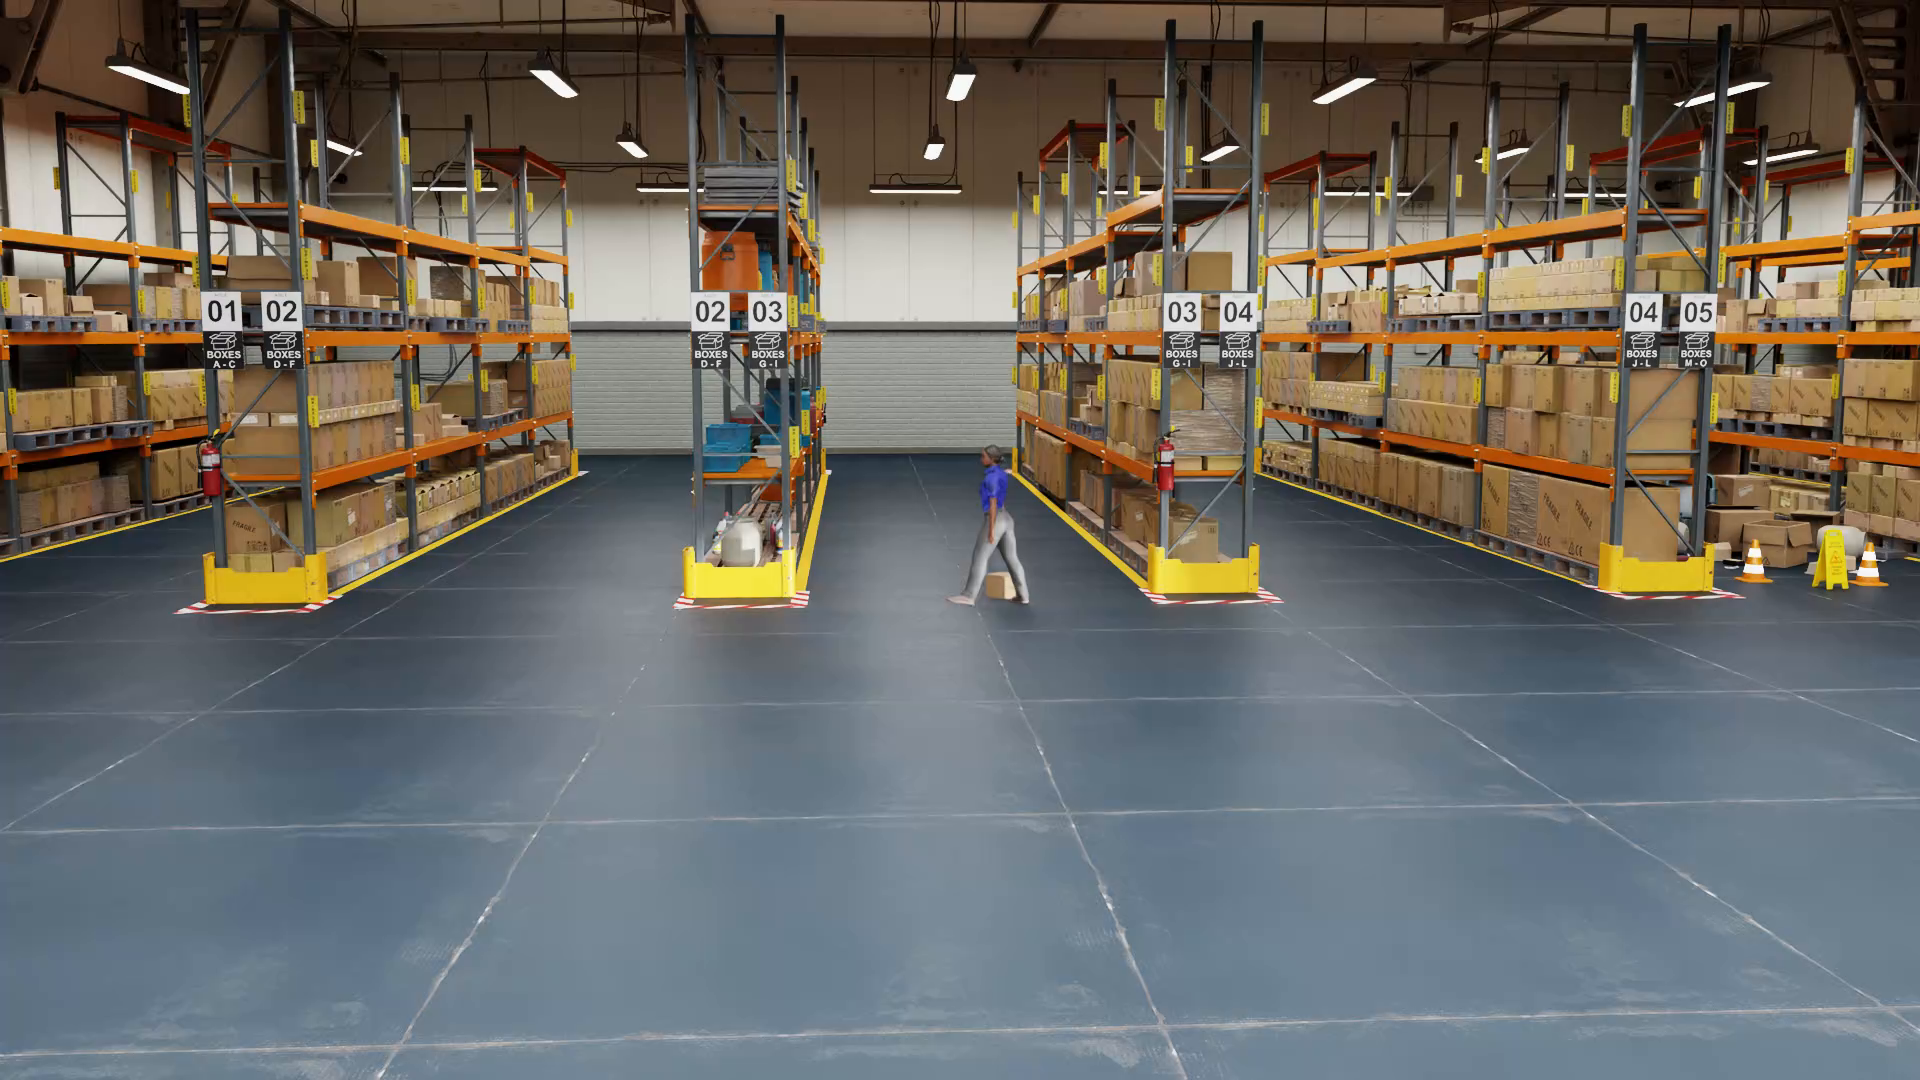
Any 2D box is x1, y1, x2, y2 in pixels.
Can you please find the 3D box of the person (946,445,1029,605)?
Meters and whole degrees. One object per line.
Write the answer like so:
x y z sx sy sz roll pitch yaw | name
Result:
0.303 -0.138 16.867 0.738 1.620 0.671 3 7 21 | person
